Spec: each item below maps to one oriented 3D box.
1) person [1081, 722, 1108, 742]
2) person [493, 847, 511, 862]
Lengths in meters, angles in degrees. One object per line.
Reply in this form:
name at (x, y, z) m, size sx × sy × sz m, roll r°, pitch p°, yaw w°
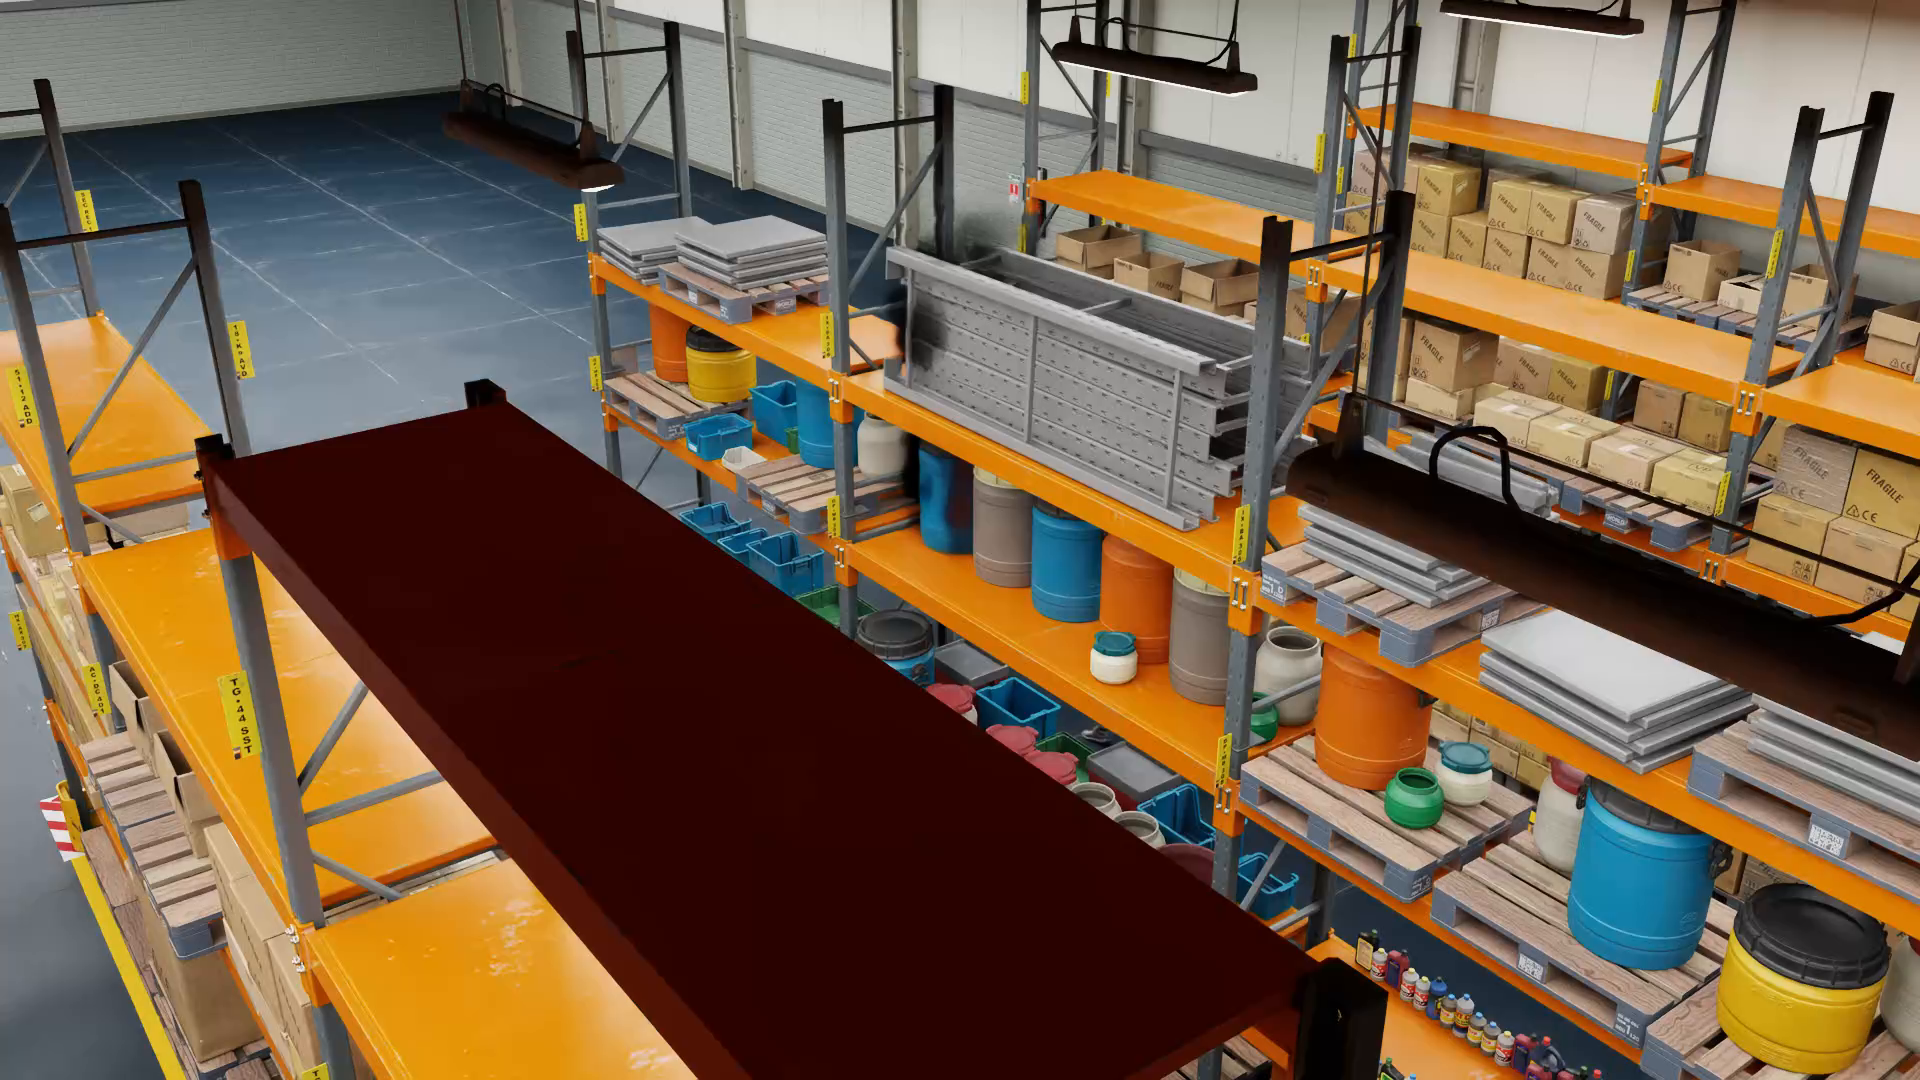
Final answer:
person at (1.378, 1.129, 14.539) m, size 0.625 × 1.690 × 0.814 m, roll -20°, pitch 31°, yaw -36°
person at (-3.169, 2.288, 12.013) m, size 0.754 × 1.798 × 0.631 m, roll 21°, pitch 32°, yaw 38°
